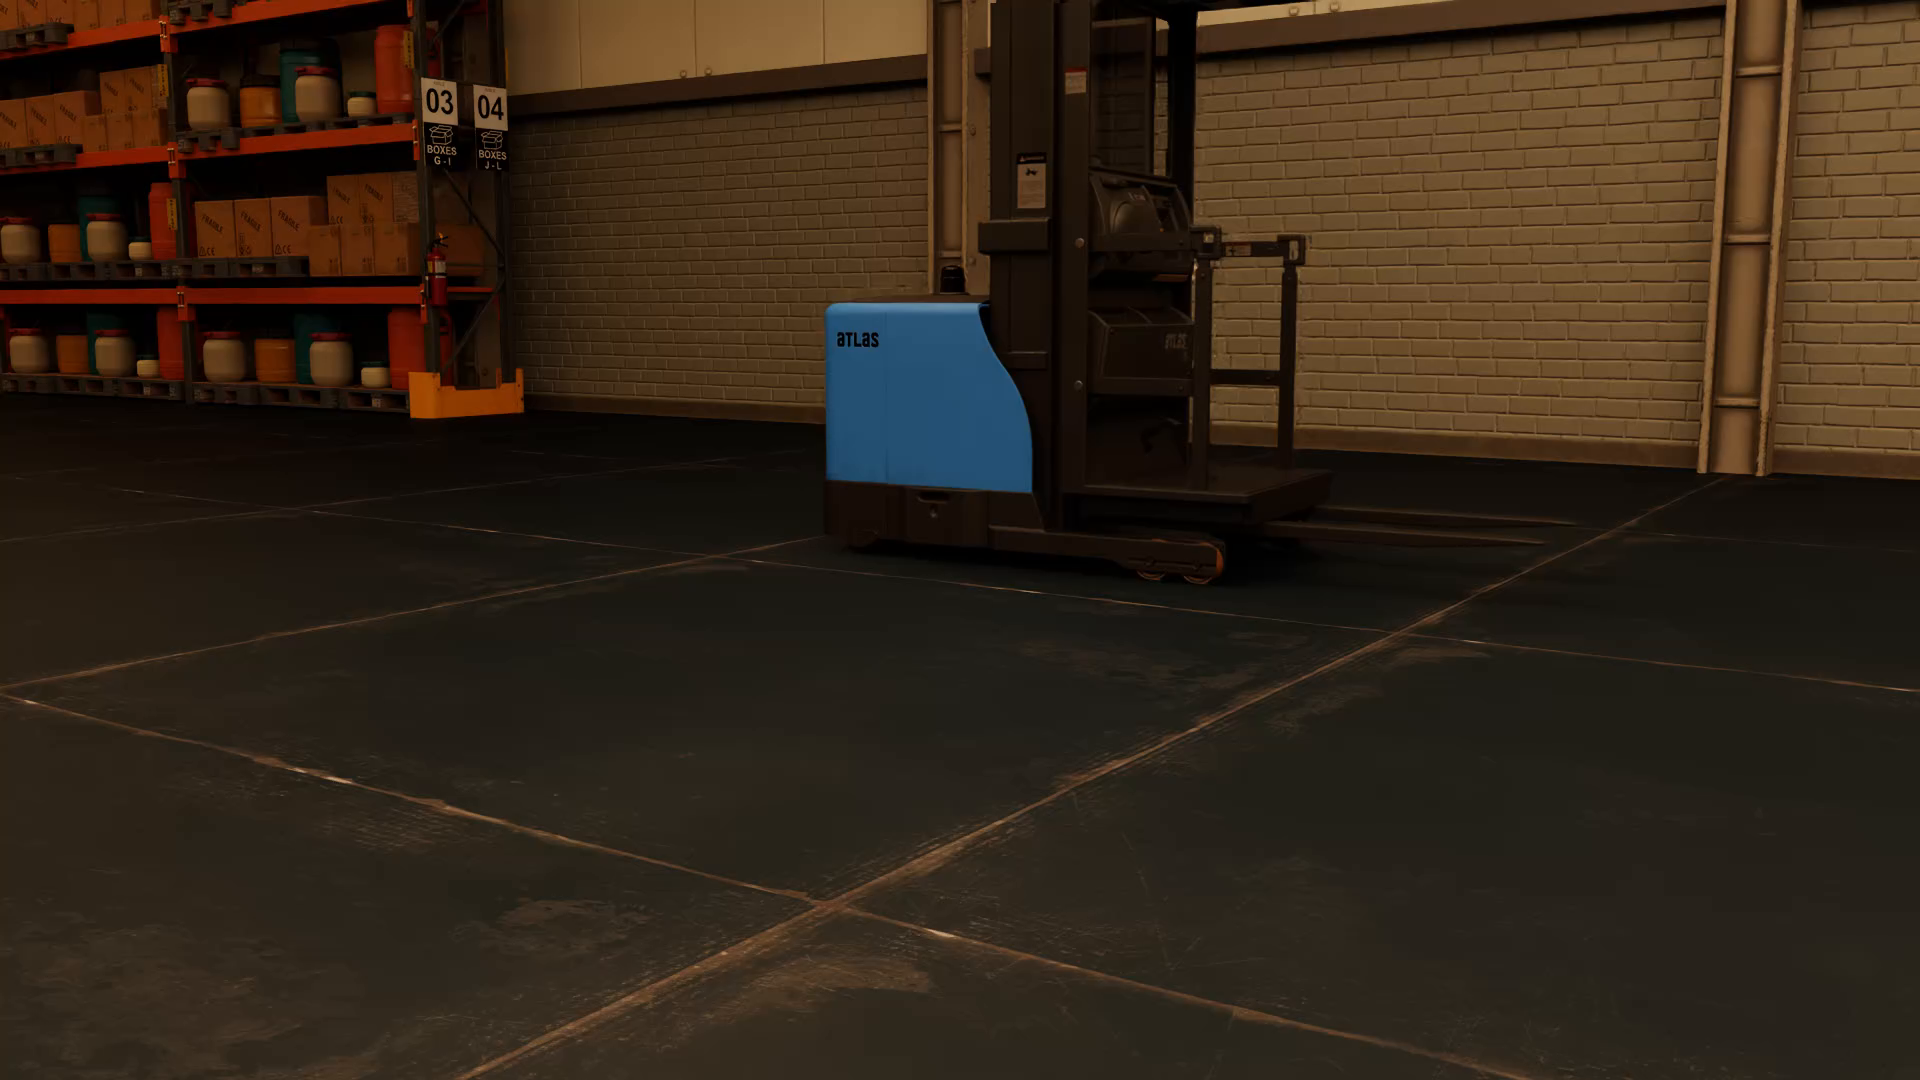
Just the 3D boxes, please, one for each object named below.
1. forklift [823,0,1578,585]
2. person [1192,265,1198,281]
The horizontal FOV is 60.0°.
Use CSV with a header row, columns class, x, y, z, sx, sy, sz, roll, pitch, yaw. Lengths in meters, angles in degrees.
class,x,y,z,sx,sy,sz,roll,pitch,yaw
forklift,0.936,-1.364,6.783,3.031,2.935,1.130,5,9,29
person,0.780,-0.811,8.287,1.519,1.440,0.767,-7,10,-39
